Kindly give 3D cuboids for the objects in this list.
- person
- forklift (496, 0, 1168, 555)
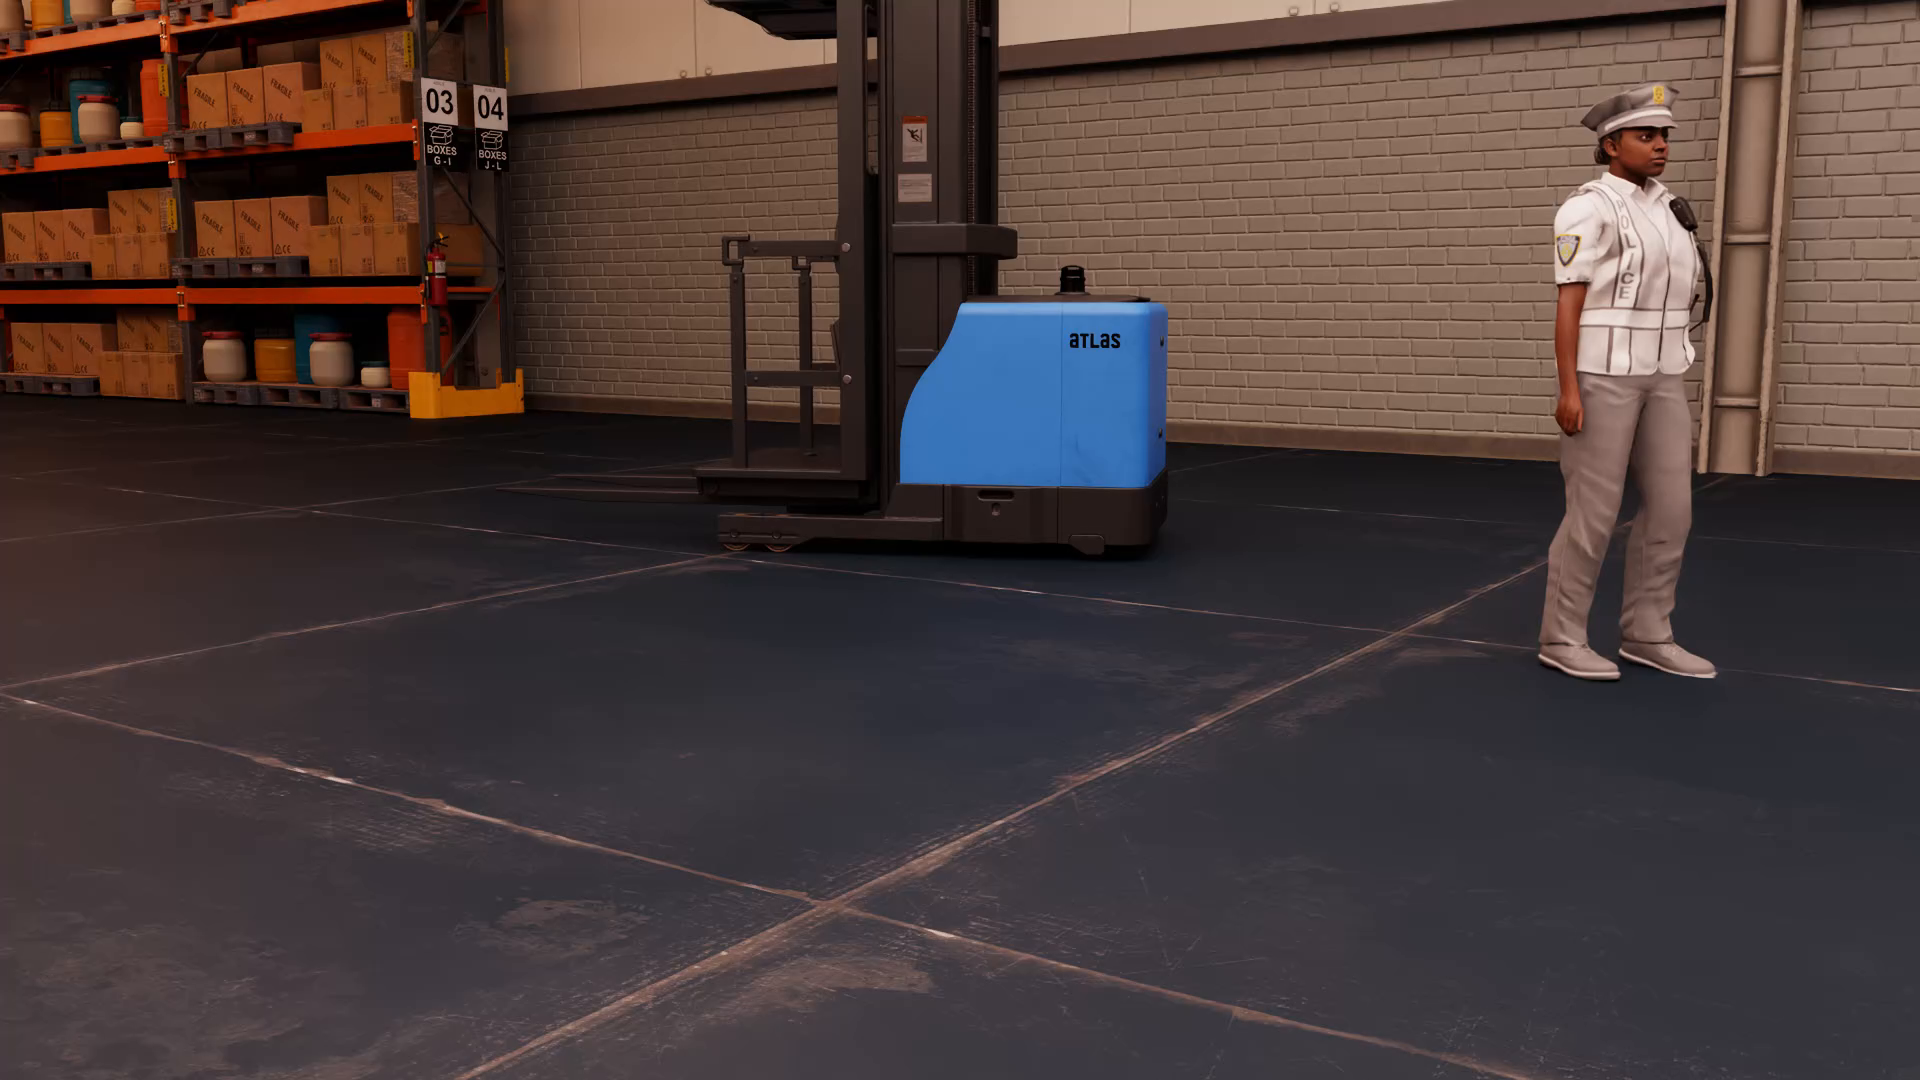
[{"bbox_3d":[1.923,-0.440,4.782,0.487,1.696,0.390,-4,9,-26],"label":"person"},{"bbox_3d":[-0.596,-1.469,7.520,3.031,2.935,1.130,2,8,12],"label":"forklift"}]
